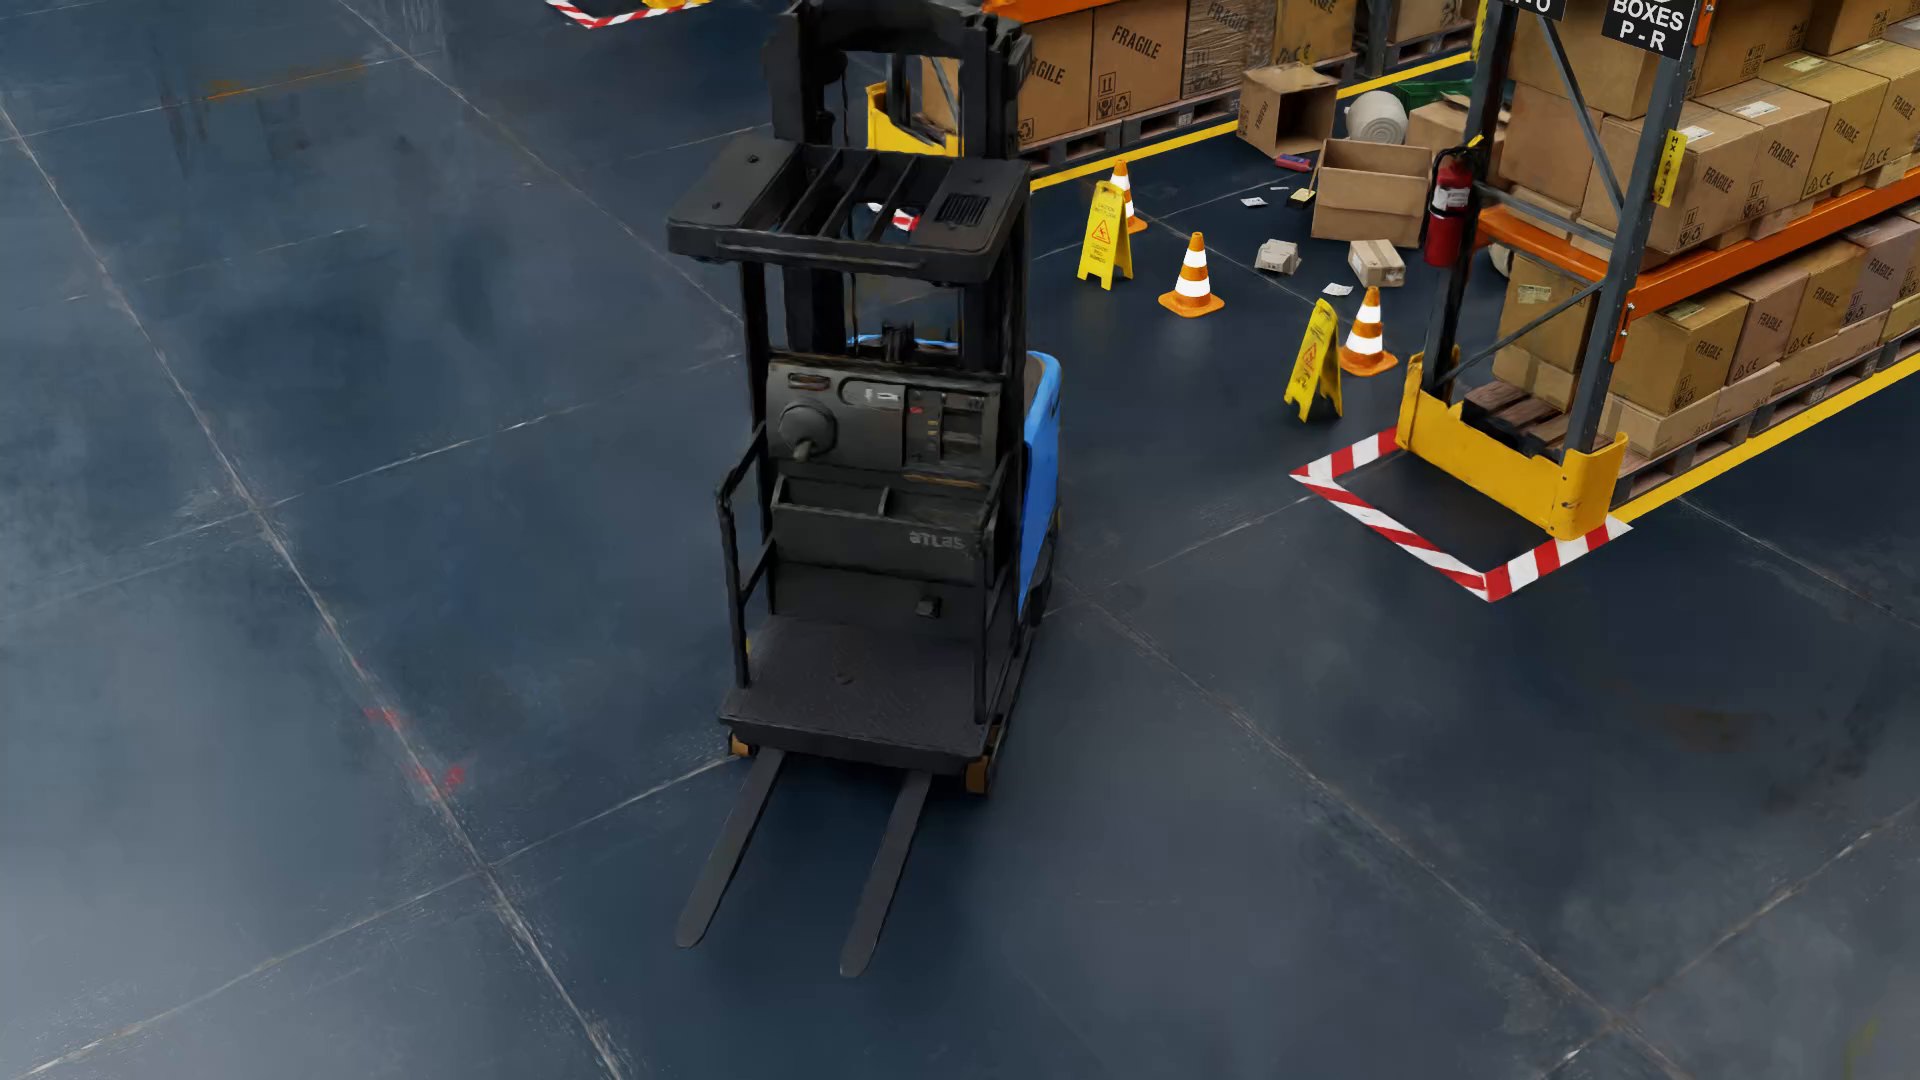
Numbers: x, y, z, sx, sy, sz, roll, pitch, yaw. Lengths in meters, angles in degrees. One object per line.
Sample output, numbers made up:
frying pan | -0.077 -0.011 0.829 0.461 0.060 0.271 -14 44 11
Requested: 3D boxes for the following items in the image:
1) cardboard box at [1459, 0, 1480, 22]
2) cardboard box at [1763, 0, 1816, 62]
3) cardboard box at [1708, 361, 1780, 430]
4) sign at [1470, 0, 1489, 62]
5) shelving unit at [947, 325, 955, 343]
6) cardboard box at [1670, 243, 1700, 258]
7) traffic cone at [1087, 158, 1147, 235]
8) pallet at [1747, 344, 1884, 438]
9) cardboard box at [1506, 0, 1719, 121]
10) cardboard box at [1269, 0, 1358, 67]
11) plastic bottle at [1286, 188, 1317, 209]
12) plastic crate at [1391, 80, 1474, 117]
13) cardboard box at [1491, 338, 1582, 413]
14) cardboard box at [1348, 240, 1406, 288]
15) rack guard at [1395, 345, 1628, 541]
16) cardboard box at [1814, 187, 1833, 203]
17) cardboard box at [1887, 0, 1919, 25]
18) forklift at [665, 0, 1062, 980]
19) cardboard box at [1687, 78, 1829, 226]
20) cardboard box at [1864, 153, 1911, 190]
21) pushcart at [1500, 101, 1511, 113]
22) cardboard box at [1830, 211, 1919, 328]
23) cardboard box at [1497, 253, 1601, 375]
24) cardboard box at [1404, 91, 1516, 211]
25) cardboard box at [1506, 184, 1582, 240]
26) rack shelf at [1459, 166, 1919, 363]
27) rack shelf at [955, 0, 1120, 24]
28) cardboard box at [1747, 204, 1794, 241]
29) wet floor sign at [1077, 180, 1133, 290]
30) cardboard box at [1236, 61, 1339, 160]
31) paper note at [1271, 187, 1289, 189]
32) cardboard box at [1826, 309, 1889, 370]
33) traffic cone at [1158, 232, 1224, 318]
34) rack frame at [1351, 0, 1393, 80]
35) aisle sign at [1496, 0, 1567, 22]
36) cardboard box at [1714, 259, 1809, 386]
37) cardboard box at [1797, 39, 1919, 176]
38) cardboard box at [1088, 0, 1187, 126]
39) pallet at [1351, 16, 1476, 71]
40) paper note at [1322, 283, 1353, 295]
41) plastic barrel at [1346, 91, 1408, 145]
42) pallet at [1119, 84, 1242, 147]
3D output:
cardboard box | 4.322 -5.014 14.220 0.750 0.750 1.050 -22 41 -28
cardboard box | 3.807 -2.740 8.293 0.500 0.500 0.700 -23 42 -28
cardboard box | 3.980 -0.871 8.887 0.500 0.250 0.500 -21 41 -26
sign | 2.437 -2.379 7.726 0.005 0.325 0.100 -22 41 -28
shelving unit | 0.098 -0.583 8.162 0.252 1.050 0.215 -22 41 -28
cardboard box | 3.335 -1.514 8.002 0.250 0.149 0.380 -22 41 -27
traffic cone | 1.058 -2.308 11.063 0.334 0.463 0.336 -22 41 -28
pallet | 4.483 -1.067 9.553 1.213 0.211 1.003 -22 41 -28
cardboard box | 3.032 -2.352 7.755 0.500 0.500 0.700 -23 42 -29
cardboard box | 2.521 -4.313 13.137 0.875 0.875 0.875 -22 41 -27
plastic bottle | 2.377 -2.373 11.497 0.133 0.061 0.283 22 41 28
plastic crate | 3.688 -3.381 12.741 0.662 0.188 0.450 -3 26 -4
cardboard box | 3.265 -0.972 9.027 0.500 0.250 0.500 -23 41 -28
cardboard box | 2.647 -1.756 10.565 0.250 0.149 0.380 -3 36 -4
rack guard | 2.802 -0.520 8.544 0.348 0.500 1.175 -22 41 -28
cardboard box | 4.206 -1.849 8.467 0.250 0.149 0.380 -21 41 -26
cardboard box | 4.669 -3.060 8.739 0.500 0.500 0.700 -23 42 -29
forklift | -0.347 -0.395 6.288 1.130 2.935 3.031 8 36 10
cardboard box | 3.708 -1.873 7.945 0.500 0.500 0.500 -21 41 -27
cardboard box | 4.678 -1.980 8.649 0.250 0.149 0.380 -22 41 -28
pushcart | 4.655 -2.861 11.905 1.648 0.377 0.936 22 41 28
cardboard box | 4.849 -1.542 9.178 0.500 0.500 0.500 -20 40 -26
cardboard box | 3.245 -1.262 8.788 0.500 0.500 0.500 -22 41 -28
cardboard box | 3.477 -2.668 11.413 0.503 0.637 0.797 -22 41 -28
cardboard box | 2.922 -1.635 8.169 0.250 0.149 0.380 -21 41 -26
rack shelf | 4.375 -1.890 8.924 4.000 0.370 1.077 -22 41 -28
rack shelf | 1.441 -4.218 12.162 4.000 0.370 1.077 -22 41 -28
cardboard box | 3.833 -1.628 8.160 0.250 0.149 0.380 -22 41 -27
wet floor sign | 0.923 -1.927 10.377 0.267 0.644 0.232 30 45 35
cardboard box | 2.398 -3.157 12.209 0.500 0.500 0.500 -15 38 -20
paper note | 2.244 -2.470 11.676 0.123 0.001 0.032 -3 36 -4
cardboard box | 4.833 -1.229 9.385 0.500 0.250 0.500 -22 41 -27
traffic cone | 1.431 -1.655 10.155 0.334 0.463 0.336 -22 41 -28
rack frame | 3.075 -5.183 12.887 0.127 3.000 1.000 -22 41 -28
aisle sign | 2.522 -2.682 7.184 0.004 0.787 0.394 -22 41 -28
cardboard box | 4.003 -1.193 8.693 0.500 0.500 0.500 -24 42 -29
cardboard box | 4.535 -2.220 8.427 0.500 0.500 0.500 -23 42 -29
cardboard box | 1.040 -3.702 12.288 0.875 0.875 0.875 -23 42 -29
pallet | 3.663 -4.346 14.112 1.213 0.211 1.003 -22 41 -28
paper note | 2.366 -1.572 10.409 0.148 0.019 0.142 22 41 28
plastic barrel | 3.032 -3.023 12.091 0.421 0.421 0.512 3 36 4
pallet | 1.411 -3.420 12.824 1.213 0.211 1.003 -22 41 -28
